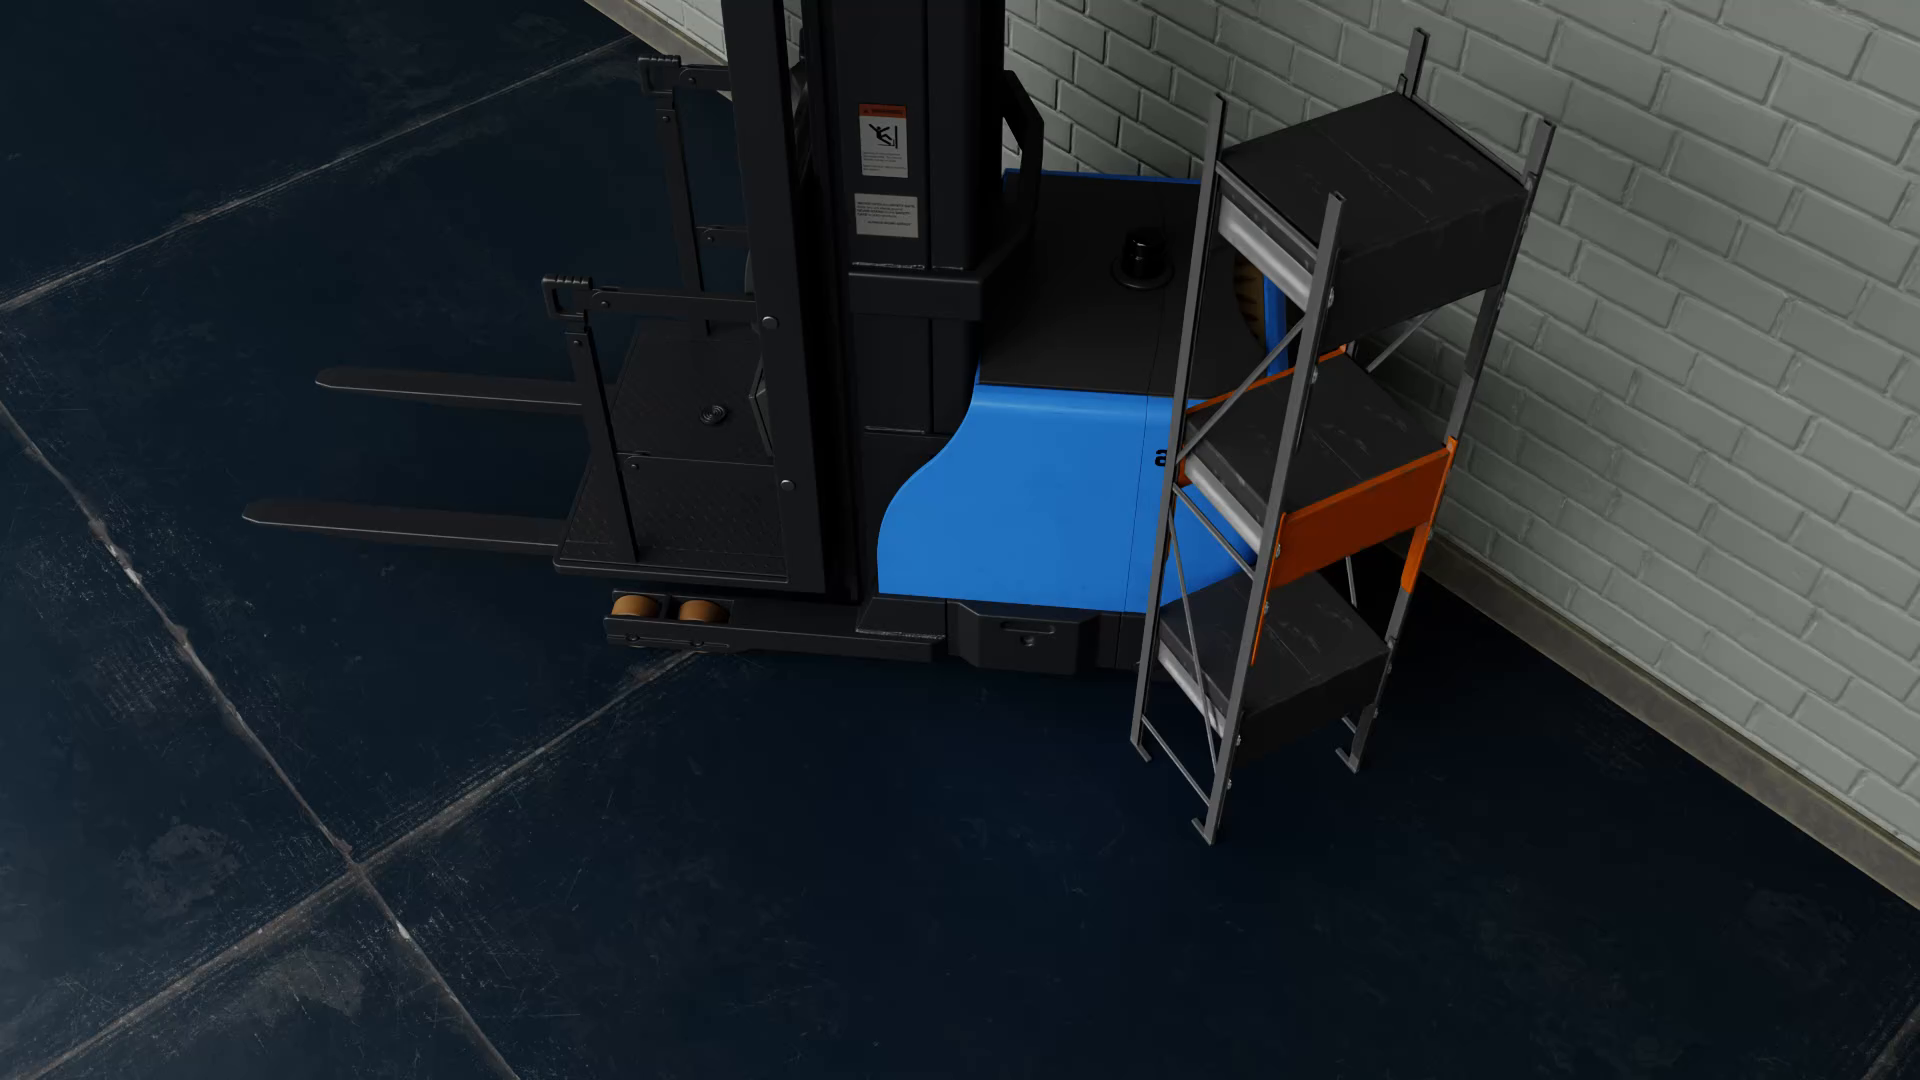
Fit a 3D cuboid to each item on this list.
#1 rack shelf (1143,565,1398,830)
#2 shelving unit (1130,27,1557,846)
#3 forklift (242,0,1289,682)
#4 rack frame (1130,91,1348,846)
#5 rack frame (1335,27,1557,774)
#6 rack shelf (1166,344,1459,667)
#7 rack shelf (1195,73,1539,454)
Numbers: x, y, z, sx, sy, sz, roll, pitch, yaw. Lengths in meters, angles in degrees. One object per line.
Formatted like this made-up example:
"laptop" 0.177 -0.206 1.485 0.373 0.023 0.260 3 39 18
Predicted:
"rack shelf" 0.799 0.381 4.441 0.480 0.518 0.431 -22 51 -19
"shelving unit" 0.799 -0.103 3.916 0.503 2.100 0.431 -22 51 -19
"forklift" -0.627 -1.041 4.217 3.031 2.935 1.130 4 47 4
"rack frame" 0.585 -0.017 3.837 0.015 2.100 0.400 -22 51 -19
"rack frame" 1.014 -0.189 3.996 0.015 2.100 0.400 -22 51 -19
"rack shelf" 0.799 -0.094 3.926 0.480 0.518 0.431 -22 51 -19
"rack shelf" 0.799 -0.569 3.412 0.480 0.518 0.431 -22 51 -19
